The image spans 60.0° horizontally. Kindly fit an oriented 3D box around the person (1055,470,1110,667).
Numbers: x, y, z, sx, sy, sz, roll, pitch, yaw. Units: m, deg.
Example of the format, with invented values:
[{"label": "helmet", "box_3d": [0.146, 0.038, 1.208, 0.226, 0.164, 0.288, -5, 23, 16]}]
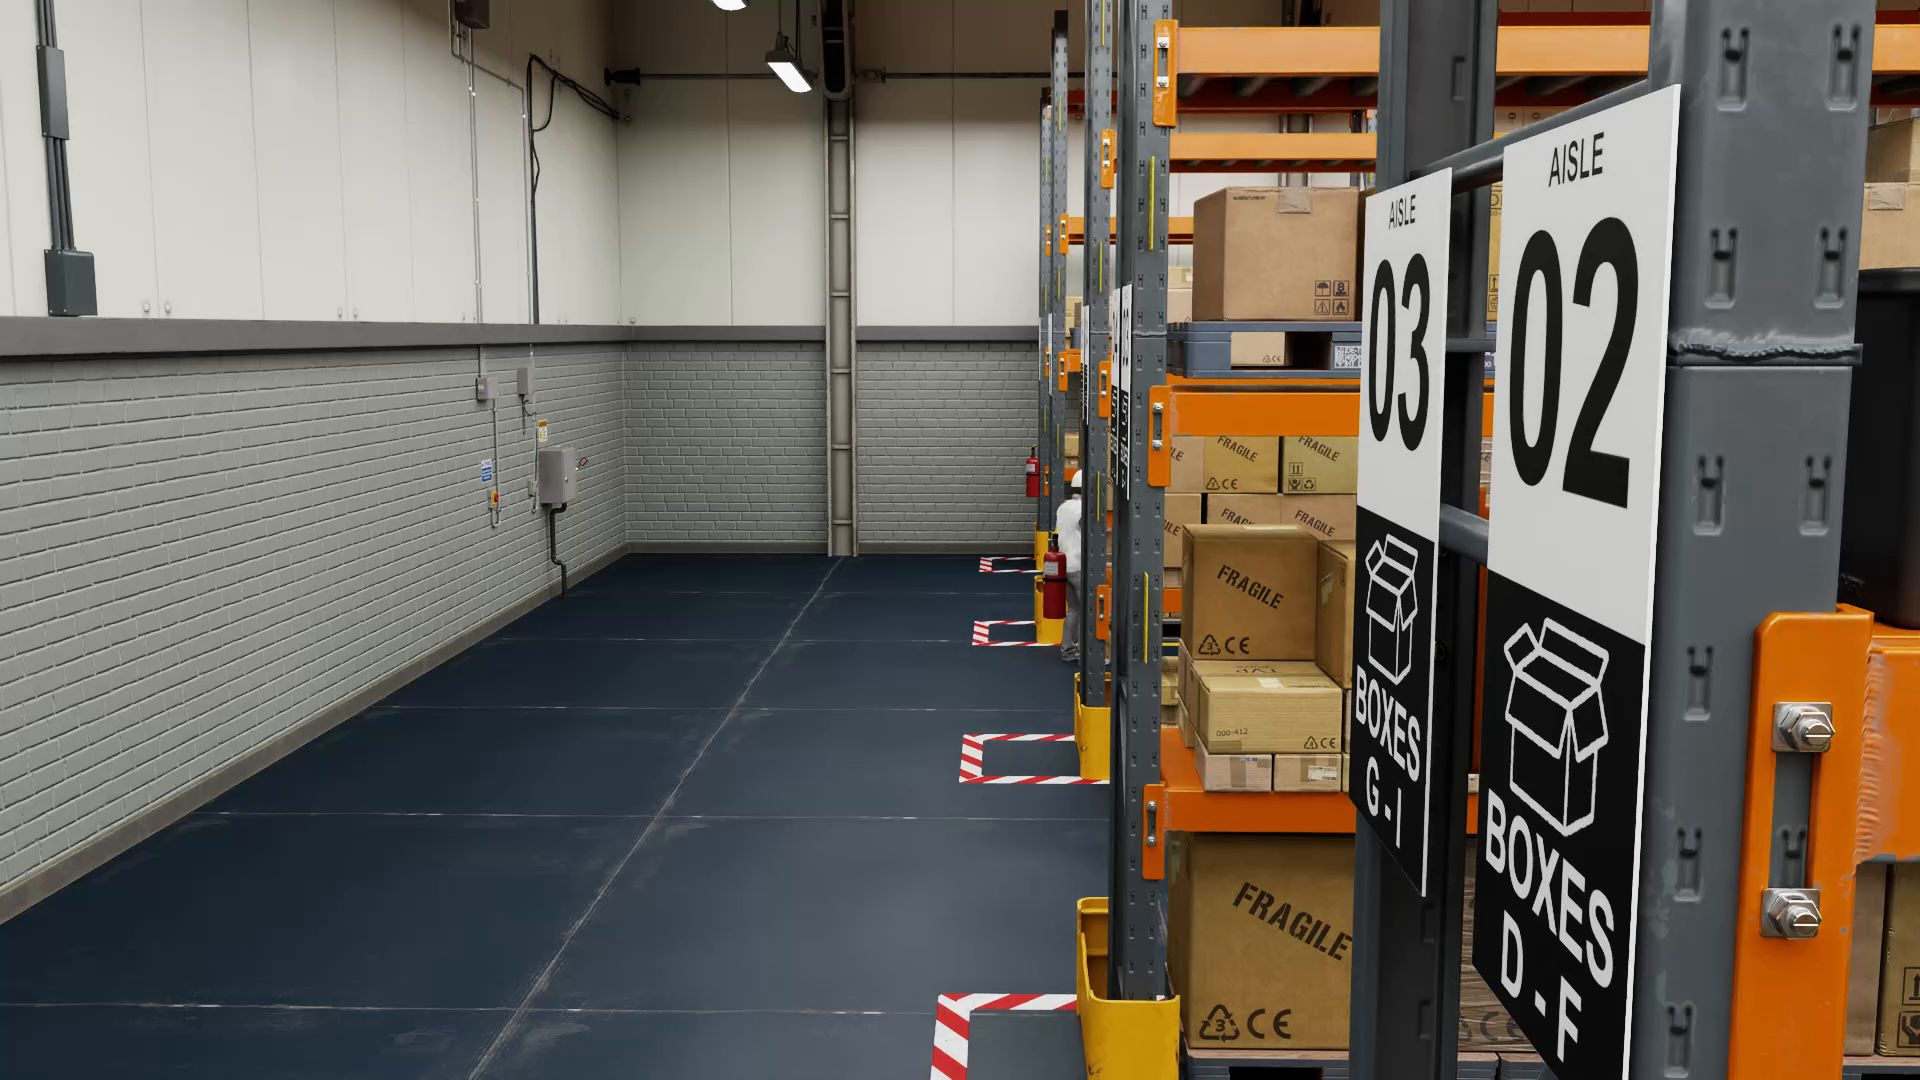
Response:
[{"label": "person", "box_3d": [1.093, 0.249, 15.199, 0.463, 1.767, 0.584, -4, 8, -28]}]
